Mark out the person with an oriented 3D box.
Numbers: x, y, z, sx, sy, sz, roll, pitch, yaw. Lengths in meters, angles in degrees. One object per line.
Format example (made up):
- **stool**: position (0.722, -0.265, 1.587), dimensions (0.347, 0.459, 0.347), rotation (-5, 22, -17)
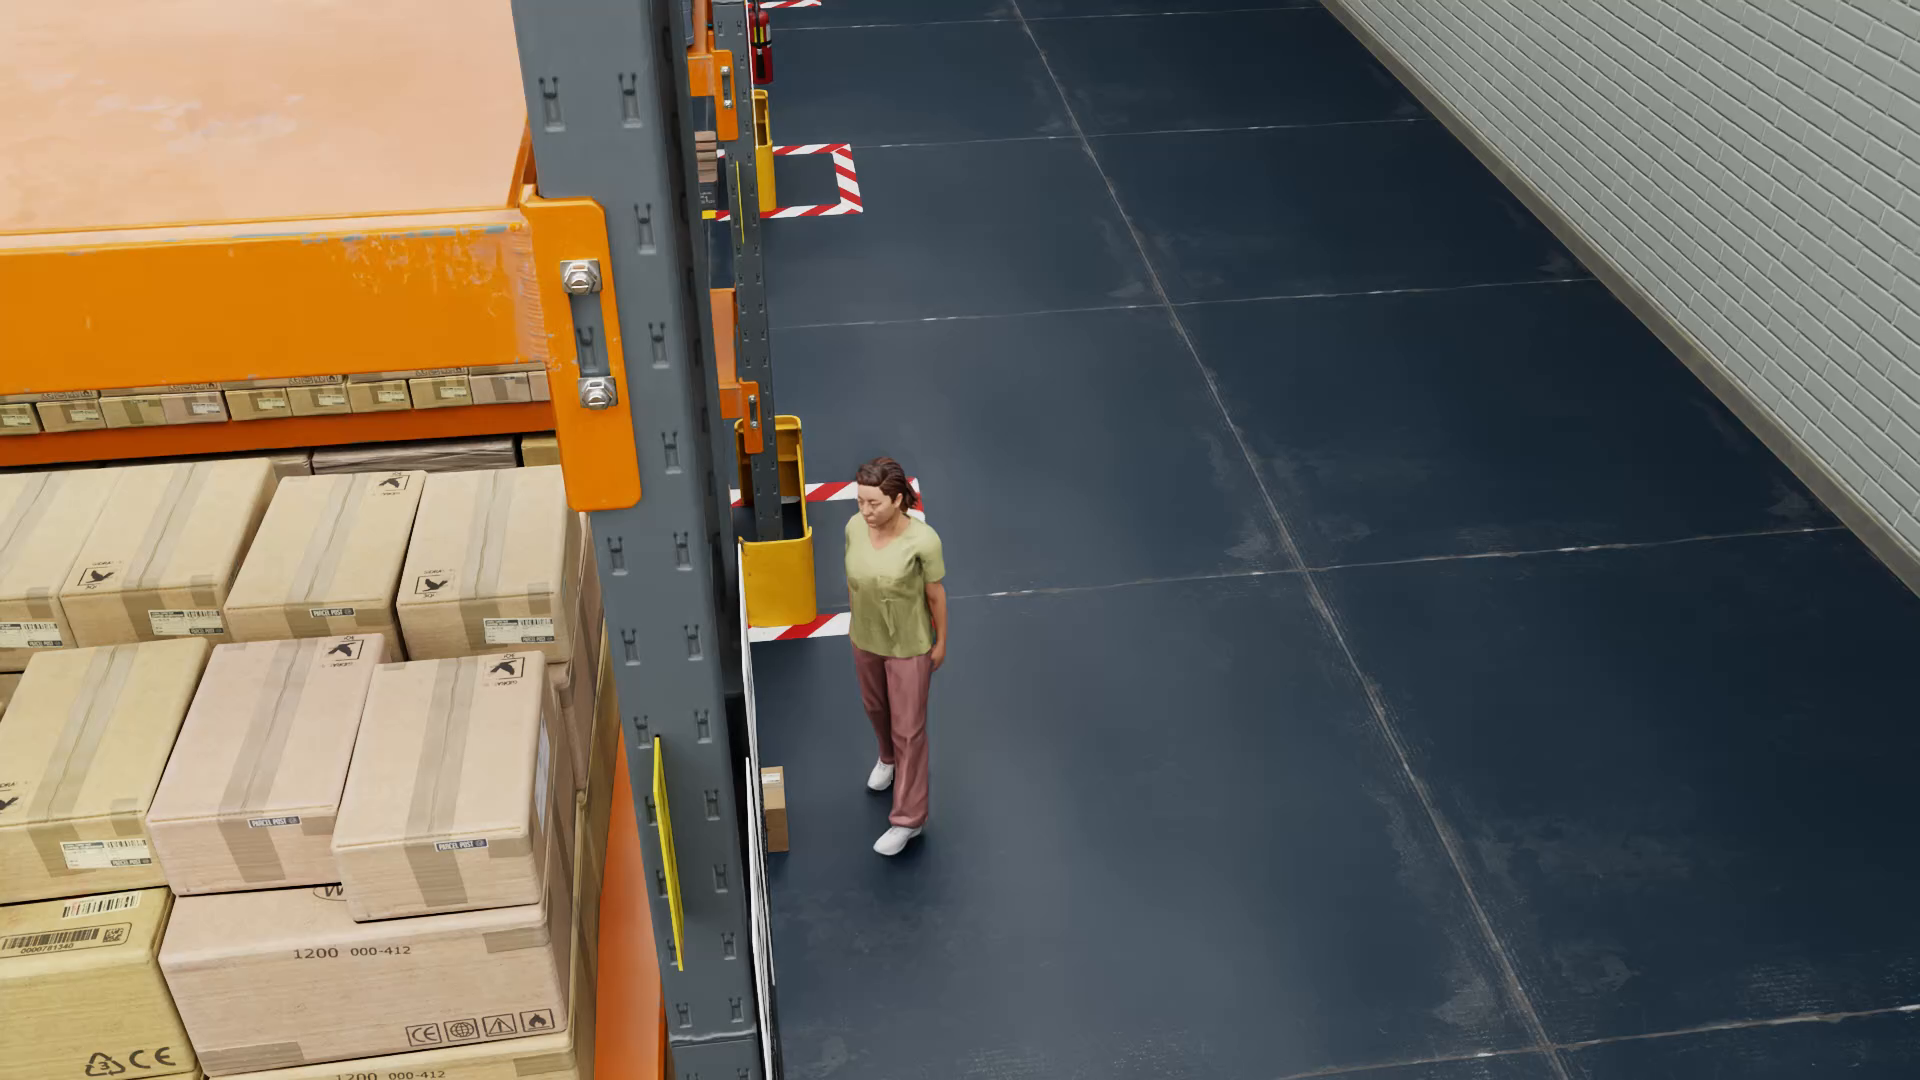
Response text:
- **person**: position (-0.307, 0.450, 6.622), dimensions (0.475, 1.664, 0.679), rotation (16, 38, 22)
